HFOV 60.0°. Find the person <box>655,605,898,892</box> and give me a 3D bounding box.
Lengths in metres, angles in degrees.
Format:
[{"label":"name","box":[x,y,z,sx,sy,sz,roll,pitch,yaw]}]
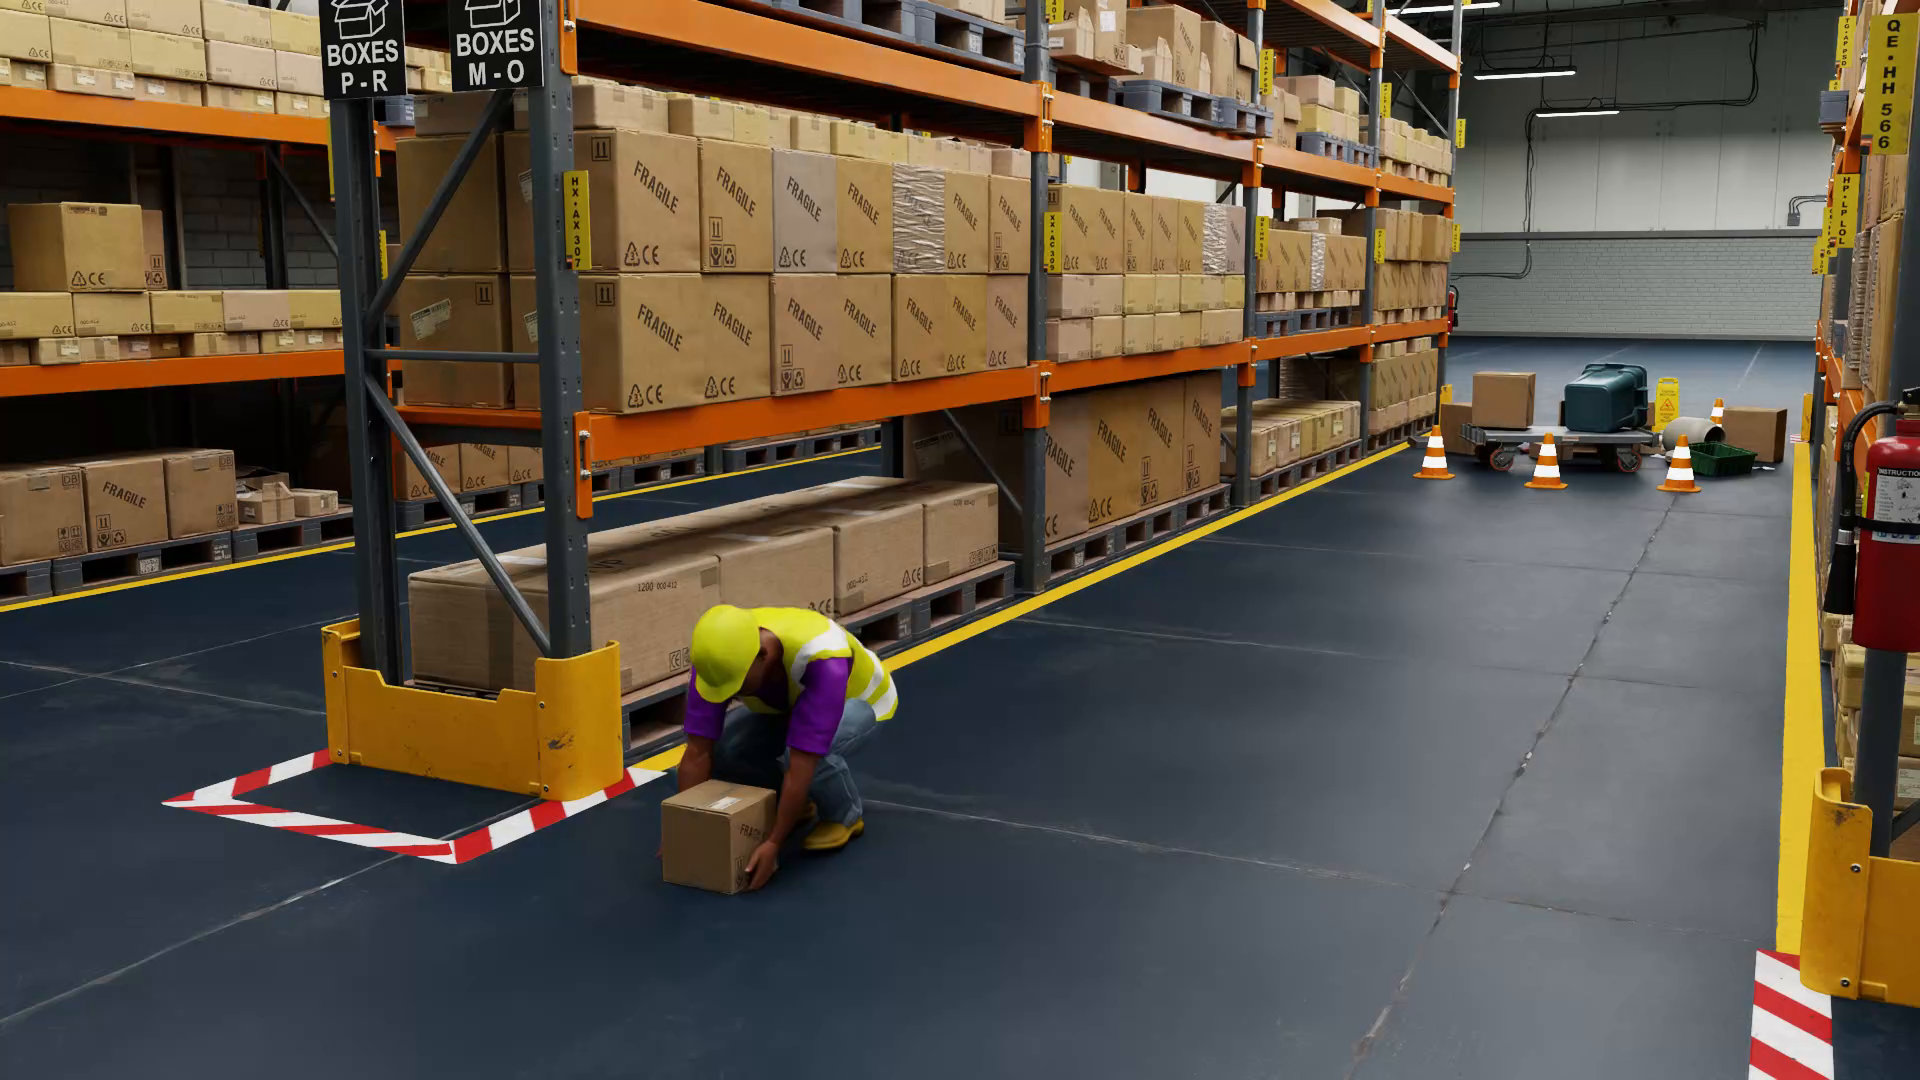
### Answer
[{"label":"person","box":[-0.534,0.584,5.214,0.557,0.892,0.905,6,11,32]}]
